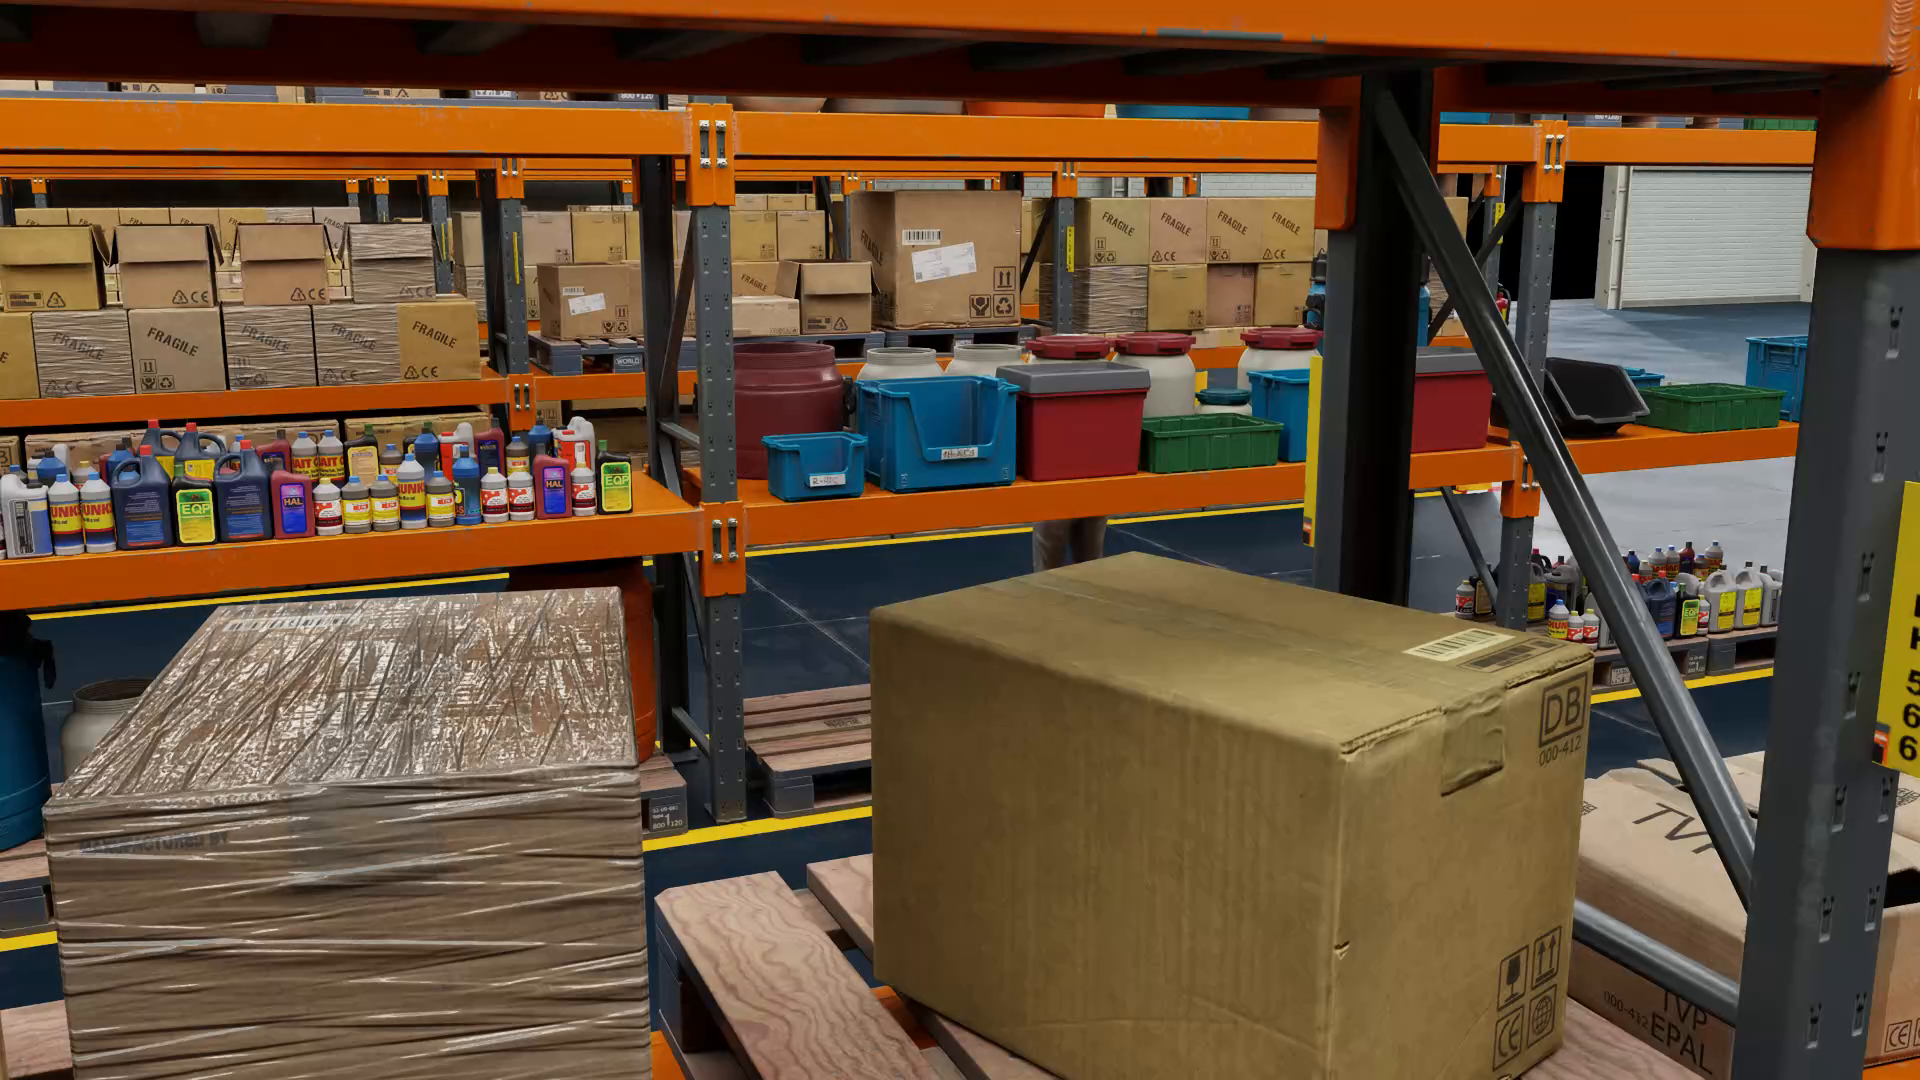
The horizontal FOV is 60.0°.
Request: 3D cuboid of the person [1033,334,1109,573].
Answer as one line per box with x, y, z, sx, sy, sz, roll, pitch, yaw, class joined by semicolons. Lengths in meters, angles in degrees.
0.551;-0.252;9.103;0.494;1.767;0.554;-5;13;-22;person
